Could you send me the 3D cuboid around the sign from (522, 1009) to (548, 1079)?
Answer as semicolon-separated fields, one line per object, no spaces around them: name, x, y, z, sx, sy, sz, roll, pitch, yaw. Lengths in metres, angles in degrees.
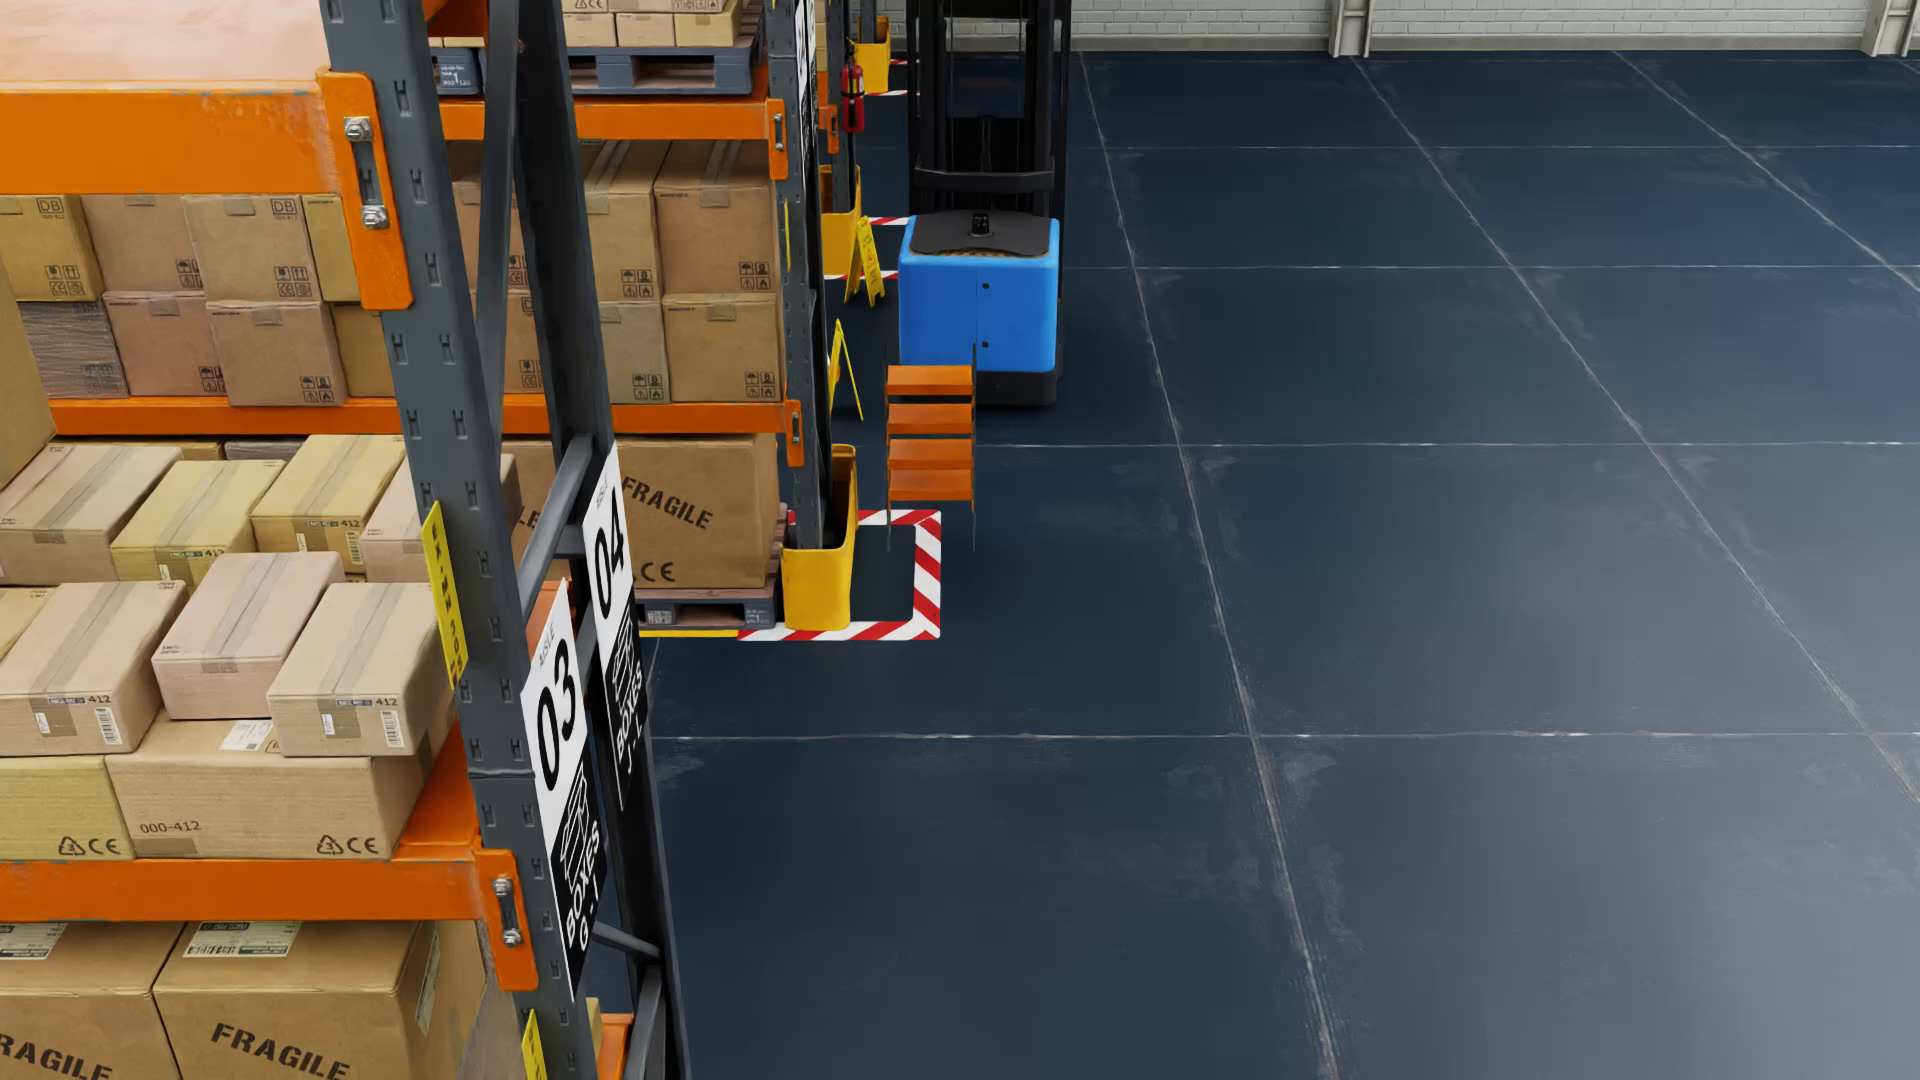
sign;-0.879;1.128;3.467;0.005;0.325;0.100;0;31;0

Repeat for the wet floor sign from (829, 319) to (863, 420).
wet floor sign;-0.774;-1.124;10.869;0.232;0.644;0.267;-5;32;-9

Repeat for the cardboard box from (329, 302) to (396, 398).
cardboard box;-2.803;-1.170;8.531;0.500;0.550;0.875;0;31;0

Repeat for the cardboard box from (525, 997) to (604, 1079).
cardboard box;-1.149;1.455;4.592;0.250;0.149;0.380;0;31;0

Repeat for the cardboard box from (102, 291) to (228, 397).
cardboard box;-3.873;-1.175;8.540;0.550;0.550;0.875;0;31;0

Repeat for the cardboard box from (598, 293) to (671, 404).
cardboard box;-1.712;-1.129;8.464;0.550;0.550;0.875;0;31;0

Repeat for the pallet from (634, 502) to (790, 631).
pallet;-1.591;0.132;9.218;1.213;0.211;1.003;0;31;0

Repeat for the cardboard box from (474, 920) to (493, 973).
cardboard box;-1.414;0.733;4.192;0.500;0.500;0.500;0;31;0

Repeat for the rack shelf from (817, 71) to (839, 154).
rack shelf;-2.922;-3.356;12.973;4.000;0.370;1.077;0;31;0

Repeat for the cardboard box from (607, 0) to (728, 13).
cardboard box;-1.279;-2.524;7.373;0.500;0.250;0.500;0;31;0

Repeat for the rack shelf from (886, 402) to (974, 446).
rack shelf;-0.166;-0.646;9.246;0.480;0.148;0.258;0;31;0

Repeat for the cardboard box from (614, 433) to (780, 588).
cardboard box;-1.469;-0.338;8.947;0.875;0.875;0.875;0;31;0

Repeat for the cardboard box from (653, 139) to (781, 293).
cardboard box;-1.163;-1.648;8.277;0.550;0.550;0.875;0;31;0

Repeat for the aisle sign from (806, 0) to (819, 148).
aisle sign;-0.722;-2.370;8.148;0.004;0.787;0.394;0;31;0

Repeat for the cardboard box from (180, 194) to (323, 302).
cardboard box;-3.332;-1.592;8.186;0.550;0.550;0.875;0;31;0

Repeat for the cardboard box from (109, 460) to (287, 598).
cardboard box;-1.651;-0.022;3.653;0.250;0.149;0.380;-1;31;-1

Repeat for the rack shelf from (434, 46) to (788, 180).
rack shelf;-2.791;-2.072;7.963;4.000;0.370;1.077;0;31;0

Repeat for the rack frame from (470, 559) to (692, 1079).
rack frame;-0.863;1.470;4.324;0.127;3.000;1.000;0;31;0

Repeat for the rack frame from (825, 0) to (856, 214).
rack frame;-0.922;-3.670;12.797;0.127;3.000;1.000;0;31;0

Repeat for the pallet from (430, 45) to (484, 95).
pallet;-2.756;-2.334;7.789;1.213;0.211;1.003;0;31;0

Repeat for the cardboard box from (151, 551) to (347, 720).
cardboard box;-1.399;0.184;3.312;0.250;0.149;0.380;-1;31;-2

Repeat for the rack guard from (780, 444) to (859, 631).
rack guard;-0.767;-0.034;9.214;0.348;0.500;1.175;0;31;0

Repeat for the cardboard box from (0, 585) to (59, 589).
cardboard box;-1.862;0.124;3.796;0.500;0.250;0.500;-1;31;-1

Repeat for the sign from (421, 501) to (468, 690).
sign;-0.879;0.097;2.842;0.005;0.325;0.100;0;31;0

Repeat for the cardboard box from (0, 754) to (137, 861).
cardboard box;-1.842;0.388;3.360;0.500;0.250;0.500;0;31;0

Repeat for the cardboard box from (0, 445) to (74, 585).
cardboard box;-2.167;-0.060;3.714;0.250;0.149;0.380;0;31;0

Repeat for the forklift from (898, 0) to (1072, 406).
forklift;0.206;-2.873;11.549;1.130;2.935;3.031;2;31;3

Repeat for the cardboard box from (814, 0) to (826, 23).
cardboard box;-1.415;-5.513;17.116;0.500;0.250;0.500;1;31;1

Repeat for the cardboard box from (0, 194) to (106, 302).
cardboard box;-4.422;-1.600;8.198;0.550;0.550;0.875;0;31;0

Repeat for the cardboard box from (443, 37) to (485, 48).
cardboard box;-2.140;-2.320;7.421;0.250;0.149;0.380;-1;31;-1

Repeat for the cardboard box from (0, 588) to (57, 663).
cardboard box;-1.923;0.255;3.196;0.250;0.149;0.380;0;31;0

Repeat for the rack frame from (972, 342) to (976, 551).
rack frame;0.078;-0.513;9.328;0.015;1.200;0.240;0;31;0

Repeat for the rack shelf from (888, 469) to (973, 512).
rack shelf;-0.166;-0.285;9.465;0.480;0.148;0.258;0;31;0

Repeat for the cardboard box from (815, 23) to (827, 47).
cardboard box;-1.441;-5.299;17.245;0.500;0.250;0.500;-1;31;-1

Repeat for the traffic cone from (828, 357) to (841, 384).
traffic cone;-0.998;-1.340;11.402;0.334;0.463;0.336;0;31;0

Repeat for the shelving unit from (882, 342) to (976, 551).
shelving unit;-0.166;-0.512;9.327;0.503;1.200;0.258;0;31;0

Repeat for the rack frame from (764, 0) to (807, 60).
rack frame;-0.791;-3.668;7.009;0.127;3.000;1.000;0;31;0

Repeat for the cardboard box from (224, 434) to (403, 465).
cardboard box;-3.261;-0.332;8.938;0.875;0.875;0.875;0;31;0

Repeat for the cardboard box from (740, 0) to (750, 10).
cardboard box;-1.136;-2.665;7.990;0.250;0.149;0.380;0;31;0

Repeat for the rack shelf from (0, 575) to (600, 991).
rack shelf;-2.863;0.502;3.722;4.000;0.370;1.077;0;31;0

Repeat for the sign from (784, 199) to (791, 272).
sign;-0.802;-1.418;7.739;0.005;0.325;0.100;0;31;0

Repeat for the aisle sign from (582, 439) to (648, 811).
aisle sign;-0.802;0.203;3.907;0.004;0.787;0.394;0;31;0

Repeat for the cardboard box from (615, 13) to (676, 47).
cardboard box;-1.374;-2.323;7.425;0.250;0.149;0.380;0;31;0

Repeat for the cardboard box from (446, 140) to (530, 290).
cardboard box;-2.273;-1.667;8.309;0.550;0.550;0.875;0;31;0

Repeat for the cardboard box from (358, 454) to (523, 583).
cardboard box;-1.139;-0.038;3.678;0.250;0.149;0.380;0;31;-1

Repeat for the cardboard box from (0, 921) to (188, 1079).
cardboard box;-1.911;1.007;3.740;0.500;0.500;0.500;0;31;0

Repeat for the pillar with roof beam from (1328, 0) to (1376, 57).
pillar with roof beam;4.368;-7.061;12.601;0.400;9.000;9.100;0;31;0
